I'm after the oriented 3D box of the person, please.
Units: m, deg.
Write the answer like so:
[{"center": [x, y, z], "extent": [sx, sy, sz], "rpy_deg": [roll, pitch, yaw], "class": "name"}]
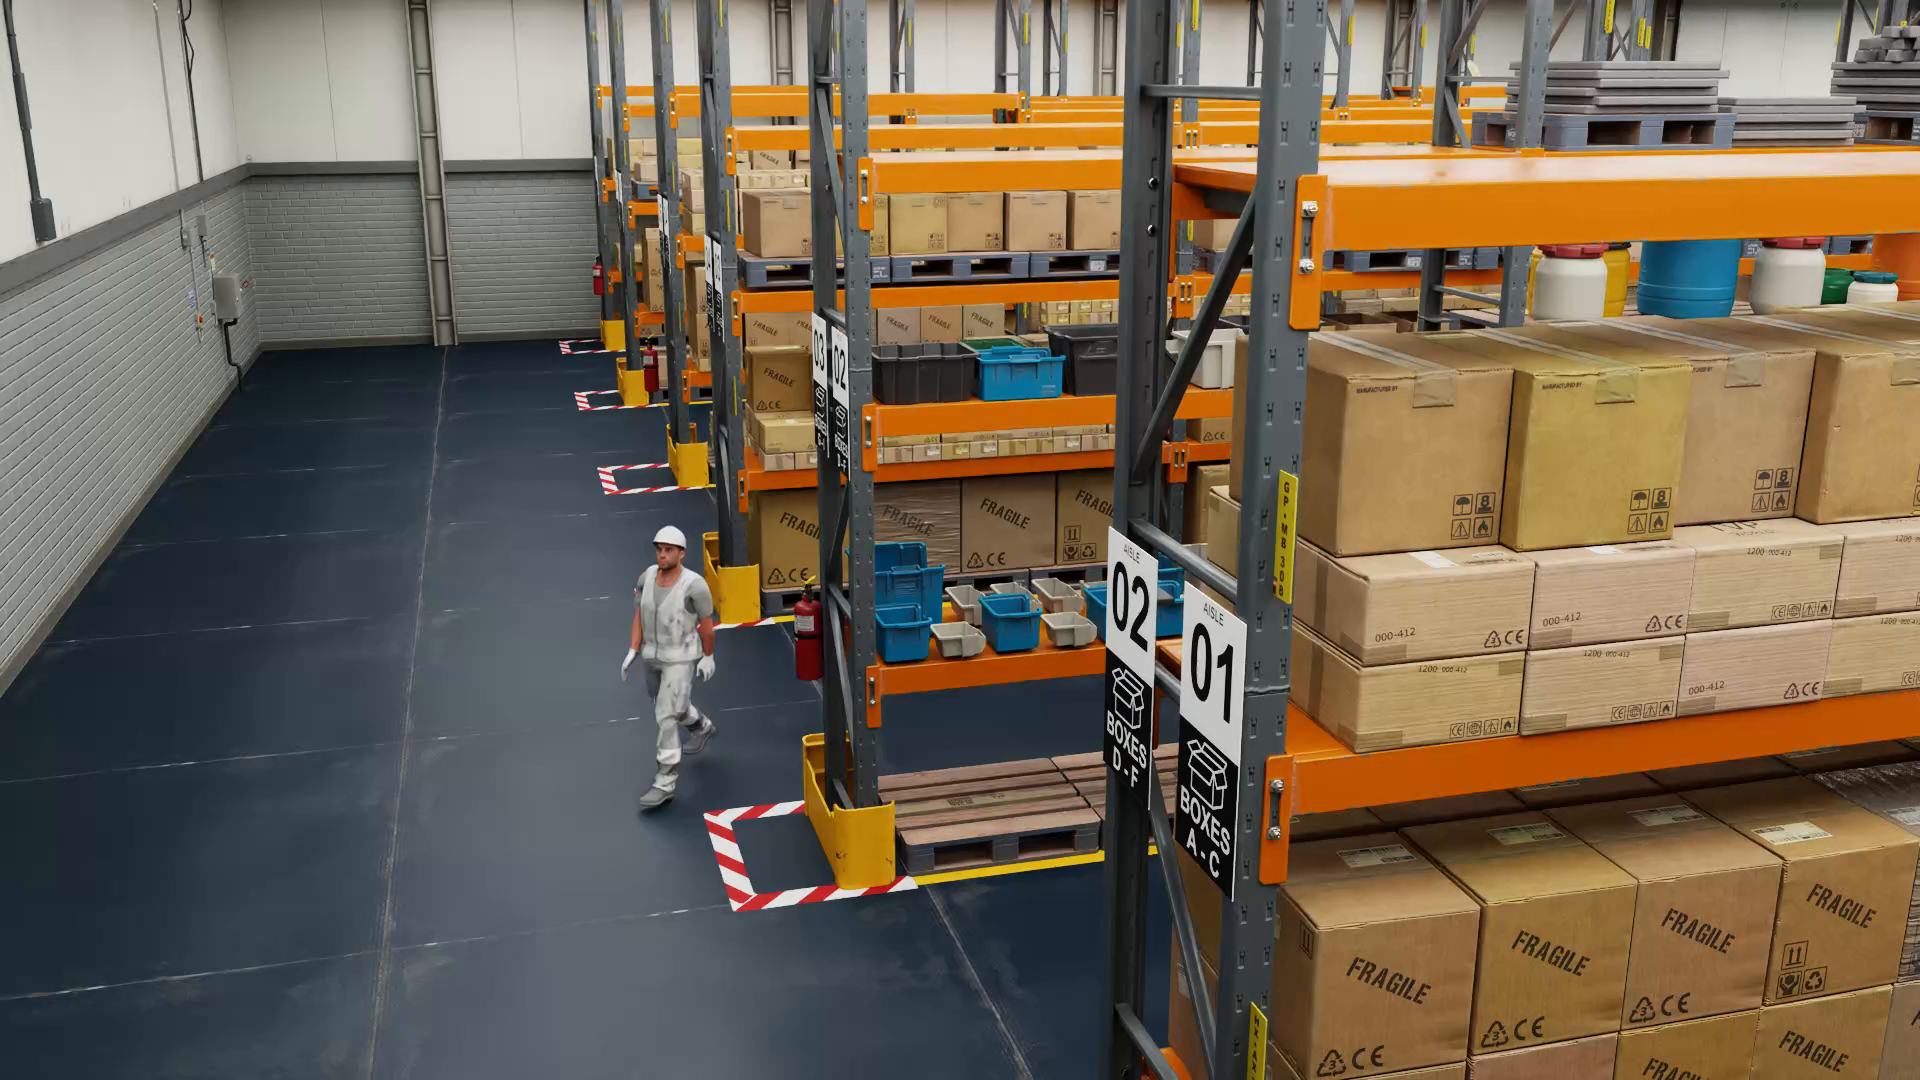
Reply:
[{"center": [-1.858, 0.760, 10.789], "extent": [0.516, 1.754, 0.996], "rpy_deg": [9, 18, 29], "class": "person"}]
